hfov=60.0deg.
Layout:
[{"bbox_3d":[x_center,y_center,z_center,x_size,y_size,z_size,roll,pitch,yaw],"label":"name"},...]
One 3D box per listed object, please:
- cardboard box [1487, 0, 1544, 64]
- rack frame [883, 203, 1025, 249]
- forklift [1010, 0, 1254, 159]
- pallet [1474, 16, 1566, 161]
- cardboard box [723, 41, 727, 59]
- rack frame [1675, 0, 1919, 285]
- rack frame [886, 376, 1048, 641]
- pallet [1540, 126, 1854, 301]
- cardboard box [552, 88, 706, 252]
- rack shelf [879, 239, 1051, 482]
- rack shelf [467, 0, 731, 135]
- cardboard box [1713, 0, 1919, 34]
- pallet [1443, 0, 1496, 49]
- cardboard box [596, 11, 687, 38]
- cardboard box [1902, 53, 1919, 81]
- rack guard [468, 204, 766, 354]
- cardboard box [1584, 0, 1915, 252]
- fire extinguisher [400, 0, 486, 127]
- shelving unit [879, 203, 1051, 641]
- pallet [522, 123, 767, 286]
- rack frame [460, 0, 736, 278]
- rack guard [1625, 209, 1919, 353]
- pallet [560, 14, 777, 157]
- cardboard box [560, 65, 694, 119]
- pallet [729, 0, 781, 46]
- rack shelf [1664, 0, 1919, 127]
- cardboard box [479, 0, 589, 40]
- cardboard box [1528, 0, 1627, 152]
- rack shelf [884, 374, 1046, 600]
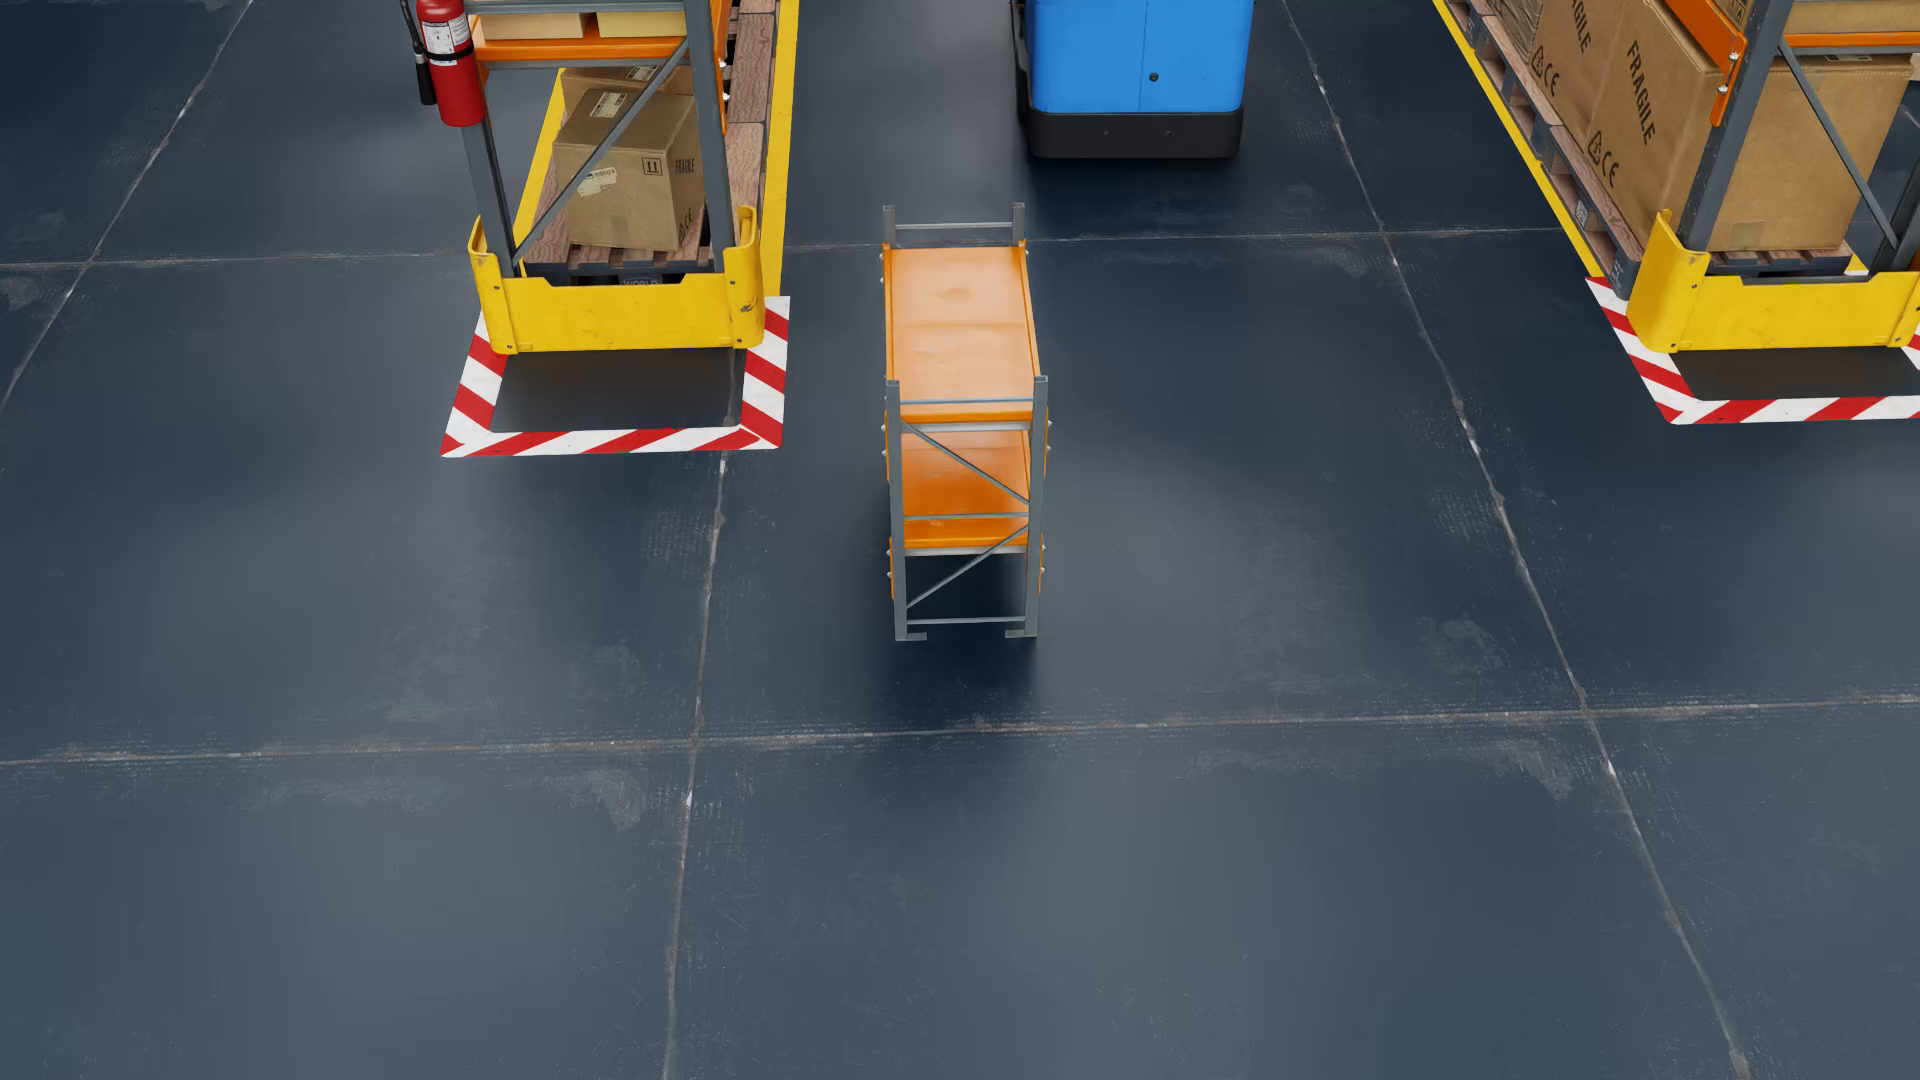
[{"bbox_3d":[3.352,-3.092,8.665,0.875,0.875,0.875,-1,43,-1],"label":"cardboard box"},{"bbox_3d":[-0.022,-0.762,6.249,0.500,1.125,0.032,-2,43,-2],"label":"rack frame"},{"bbox_3d":[0.850,-3.932,8.371,1.130,2.935,3.031,0,43,0],"label":"forklift"},{"bbox_3d":[3.362,-2.386,8.697,1.003,0.211,1.213,-2,43,-2],"label":"pallet"},{"bbox_3d":[-1.493,-2.840,8.668,0.500,0.500,0.500,-5,43,-6],"label":"cardboard box"},{"bbox_3d":[3.523,-2.055,6.272,1.000,3.000,0.127,-2,43,-2],"label":"rack frame"},{"bbox_3d":[0.021,-0.076,5.500,0.500,1.125,0.032,-2,43,-2],"label":"rack frame"},{"bbox_3d":[3.410,-1.564,7.801,1.003,0.211,1.213,-2,43,-2],"label":"pallet"},{"bbox_3d":[-1.447,-1.636,7.354,0.500,0.500,0.500,6,43,6],"label":"cardboard box"},{"bbox_3d":[0.000,-0.635,5.677,0.538,0.278,1.000,-2,43,-2],"label":"rack shelf"},{"bbox_3d":[-1.522,-3.066,7.907,1.077,0.370,4.000,-2,43,-2],"label":"rack shelf"},{"bbox_3d":[3.462,-2.359,6.493,0.875,0.550,0.550,-2,43,-2],"label":"cardboard box"},{"bbox_3d":[3.307,-3.212,9.598,1.003,0.211,1.213,-2,43,-2],"label":"pallet"},{"bbox_3d":[-1.211,-2.087,6.493,0.380,0.149,0.250,-2,43,-2],"label":"cardboard box"},{"bbox_3d":[5.266,-2.640,8.933,0.396,0.266,0.258,5,43,6],"label":"cardboard box"},{"bbox_3d":[-1.440,-1.111,7.092,1.175,0.500,0.348,-2,43,-2],"label":"rack guard"},{"bbox_3d":[3.428,-1.882,7.345,0.875,0.875,0.875,-1,43,-2],"label":"cardboard box"},{"bbox_3d":[-1.893,-1.862,6.118,0.296,0.674,0.183,-2,43,-2],"label":"fire extinguisher"},{"bbox_3d":[0.000,-0.419,5.875,0.538,1.125,1.048,-2,43,-2],"label":"shelving unit"},{"bbox_3d":[-1.440,-1.554,7.789,1.003,0.211,1.213,-2,43,-2],"label":"pallet"},{"bbox_3d":[-1.437,-1.981,6.191,1.000,3.000,0.127,-2,43,-2],"label":"rack frame"},{"bbox_3d":[3.524,-1.117,7.099,1.175,0.500,0.348,-2,43,-2],"label":"rack guard"},{"bbox_3d":[-1.488,-2.375,8.685,1.003,0.211,1.213,-2,43,-2],"label":"pallet"},{"bbox_3d":[-1.507,-2.039,7.793,0.500,0.500,0.500,9,43,9],"label":"cardboard box"},{"bbox_3d":[-1.543,-3.201,9.586,1.003,0.211,1.213,-2,43,-2],"label":"pallet"},{"bbox_3d":[3.438,-3.140,7.988,1.077,0.370,4.000,-2,43,-2],"label":"rack shelf"},{"bbox_3d":[-1.656,-2.075,6.479,0.380,0.149,0.250,-2,43,-2],"label":"cardboard box"},{"bbox_3d":[3.388,-2.476,7.993,0.875,0.875,0.875,-2,43,-2],"label":"cardboard box"},{"bbox_3d":[0.000,-0.239,6.040,0.538,0.278,1.000,-2,43,-2],"label":"rack shelf"}]
